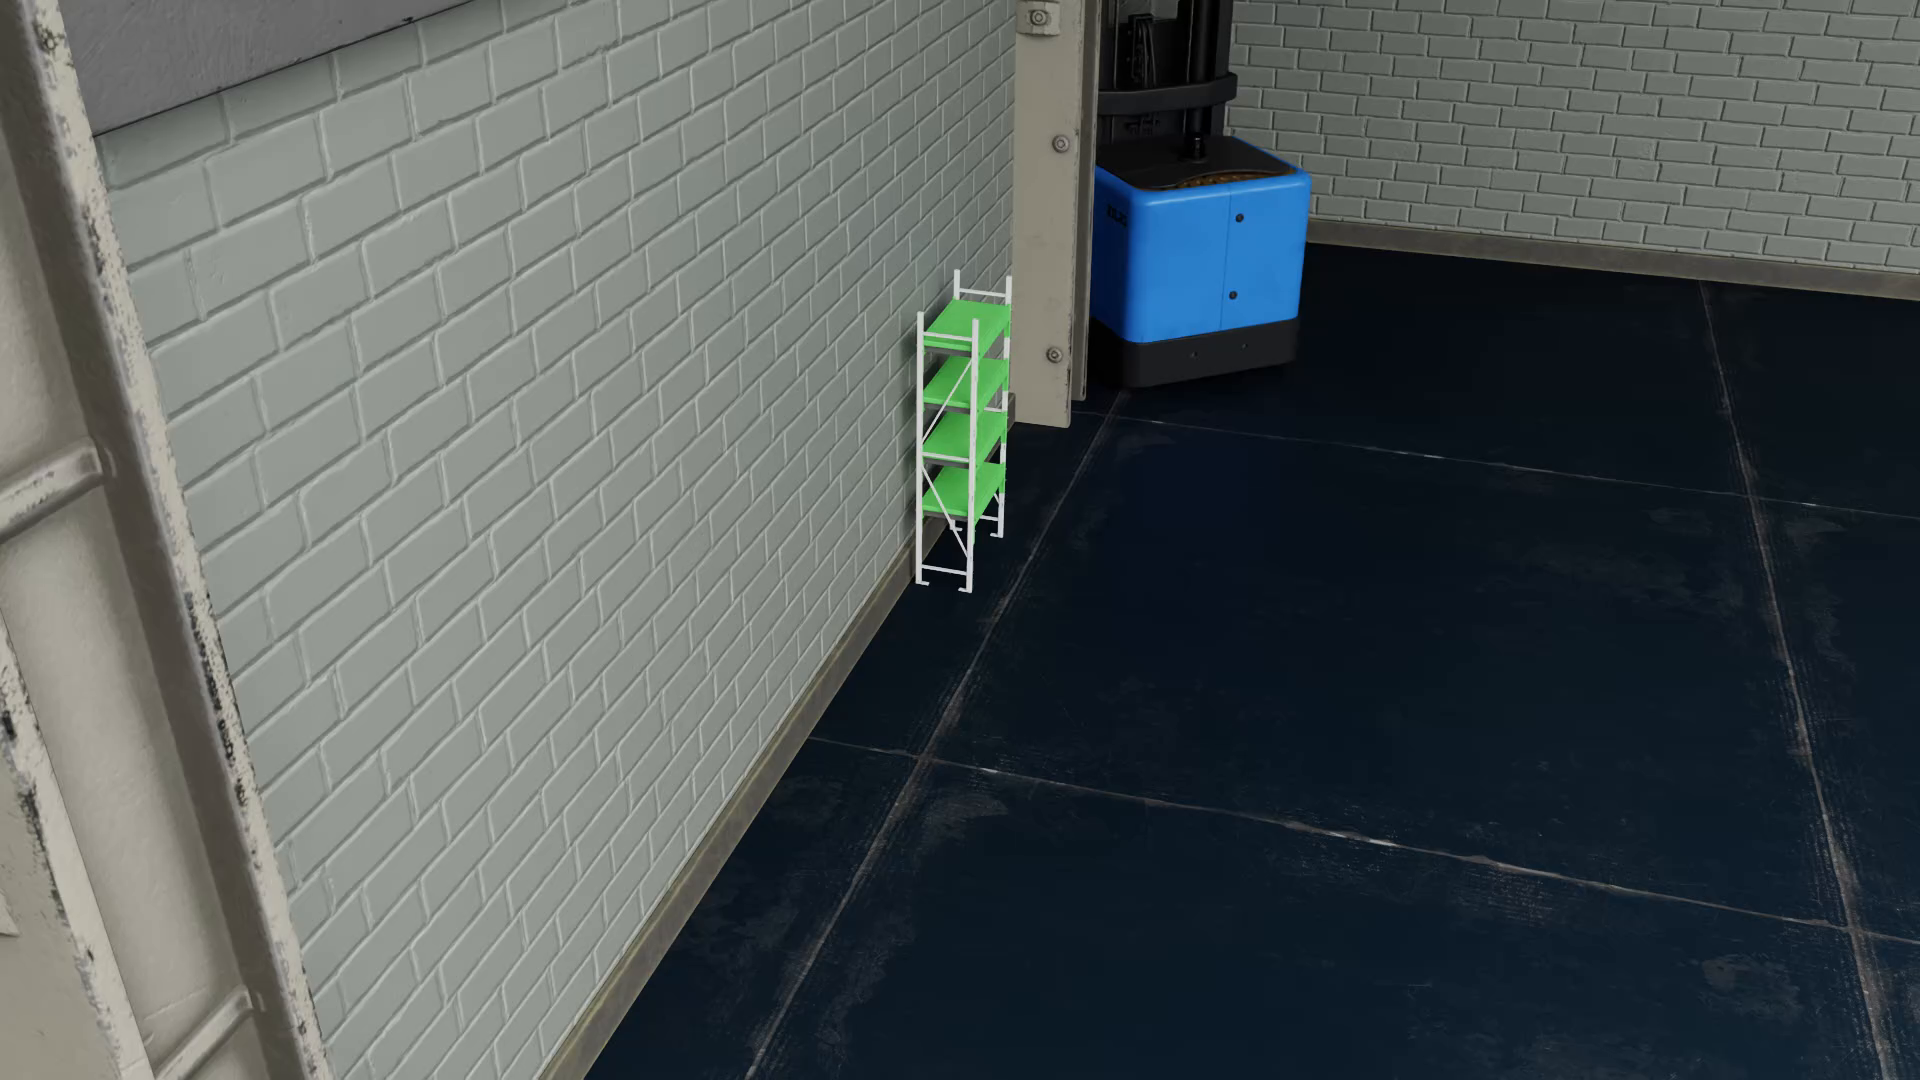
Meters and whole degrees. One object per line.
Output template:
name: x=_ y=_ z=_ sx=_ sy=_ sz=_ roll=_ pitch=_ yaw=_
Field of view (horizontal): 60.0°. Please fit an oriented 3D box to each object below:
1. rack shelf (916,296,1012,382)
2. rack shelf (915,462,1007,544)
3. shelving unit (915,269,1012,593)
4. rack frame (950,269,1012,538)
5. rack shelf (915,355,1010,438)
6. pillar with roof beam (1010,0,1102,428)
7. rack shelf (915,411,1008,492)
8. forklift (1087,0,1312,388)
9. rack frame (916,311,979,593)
rack shelf: x=0.020 y=-0.803 z=6.599 sx=0.258 sy=0.148 sz=0.480 roll=9 pitch=30 yaw=14
rack shelf: x=0.007 y=-0.176 z=6.952 sx=0.258 sy=0.148 sz=0.480 roll=9 pitch=30 yaw=14
shelving unit: x=0.013 y=-0.441 z=6.803 sx=0.258 sy=1.200 sz=0.503 roll=9 pitch=30 yaw=14
rack frame: x=0.082 y=-0.555 z=7.008 sx=0.240 sy=1.200 sz=0.015 roll=9 pitch=30 yaw=14
rack shelf: x=0.016 y=-0.594 z=6.717 sx=0.258 sy=0.148 sz=0.480 roll=9 pitch=30 yaw=14
pillar with roof beam: x=4.560 y=-3.988 z=5.162 sx=9.100 sy=9.000 sz=0.400 roll=8 pitch=30 yaw=15
rack shelf: x=0.011 y=-0.385 z=6.835 sx=0.258 sy=0.148 sz=0.480 roll=9 pitch=30 yaw=14
forklift: x=0.767 y=-2.758 z=9.192 sx=1.130 sy=2.935 sz=3.031 roll=-11 pitch=31 yaw=-19
rack frame: x=-0.057 y=-0.327 z=6.599 sx=0.240 sy=1.200 sz=0.015 roll=9 pitch=30 yaw=14
